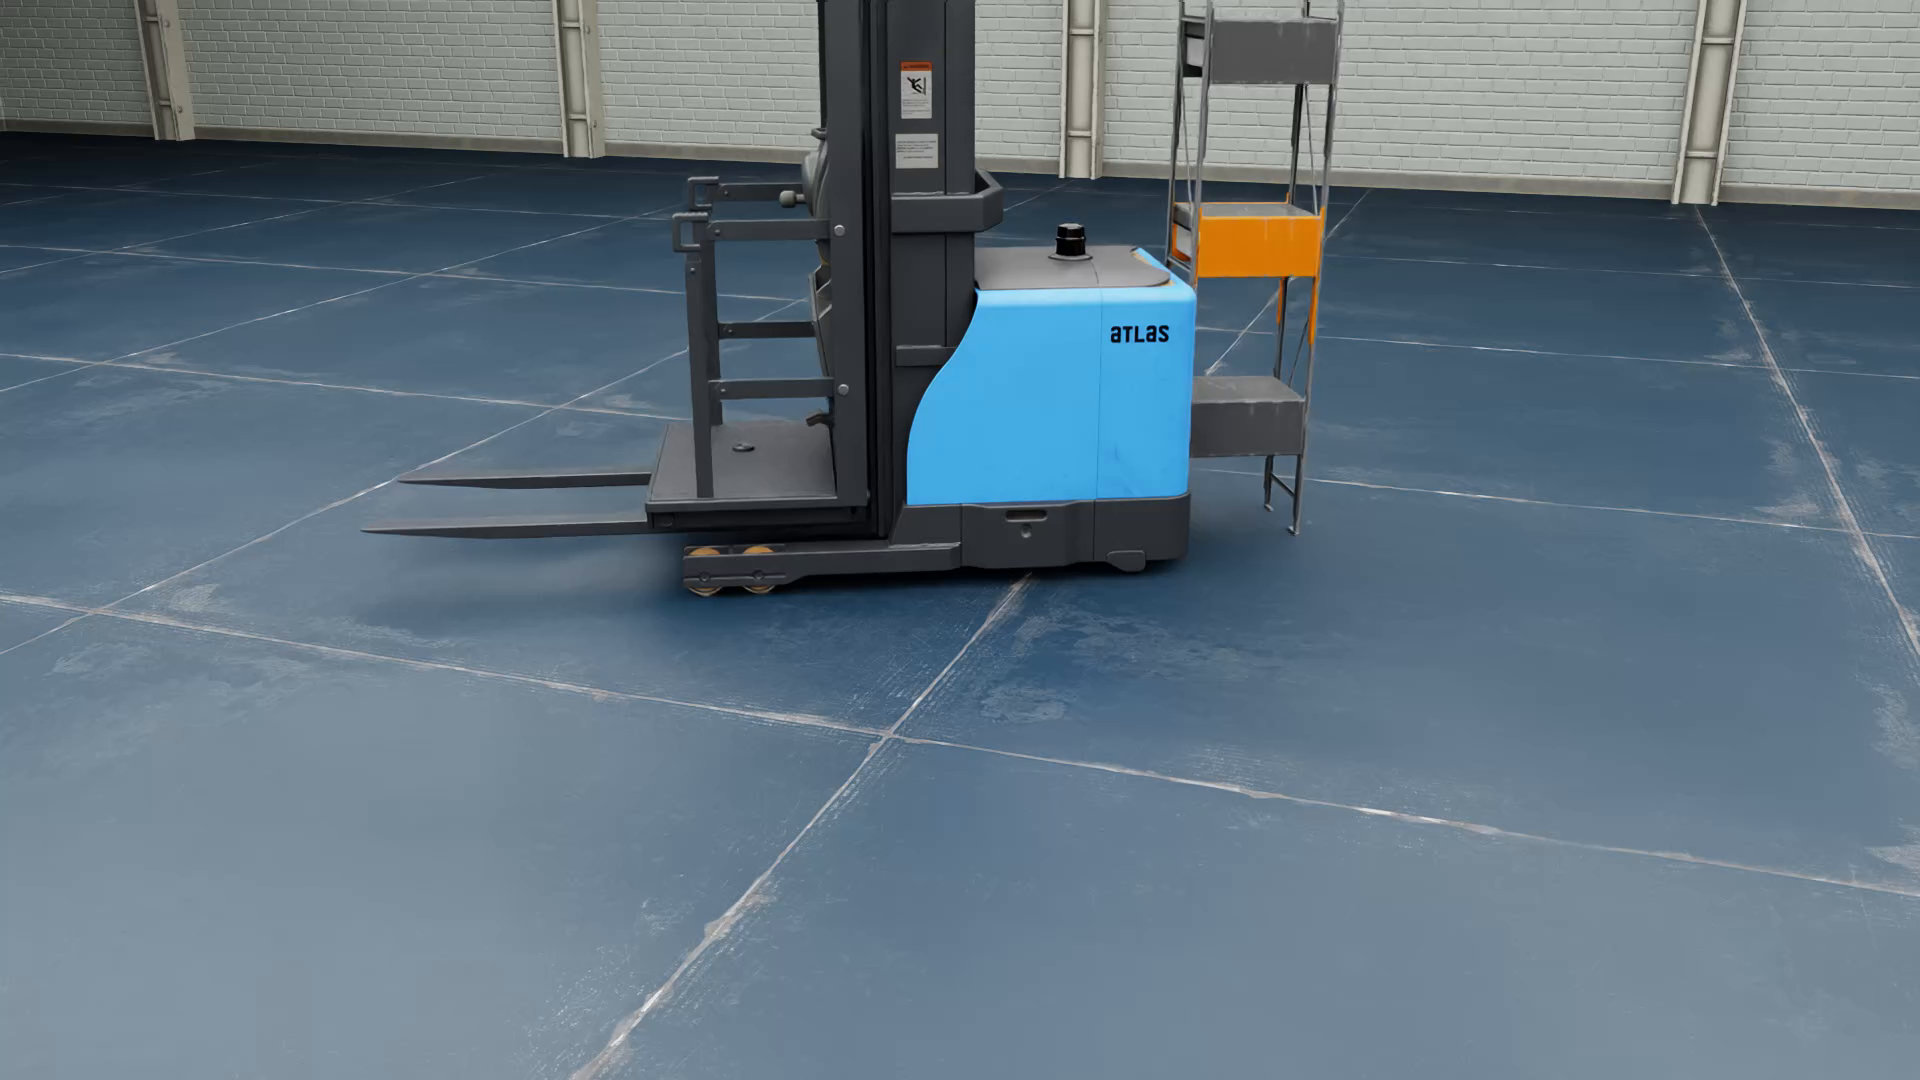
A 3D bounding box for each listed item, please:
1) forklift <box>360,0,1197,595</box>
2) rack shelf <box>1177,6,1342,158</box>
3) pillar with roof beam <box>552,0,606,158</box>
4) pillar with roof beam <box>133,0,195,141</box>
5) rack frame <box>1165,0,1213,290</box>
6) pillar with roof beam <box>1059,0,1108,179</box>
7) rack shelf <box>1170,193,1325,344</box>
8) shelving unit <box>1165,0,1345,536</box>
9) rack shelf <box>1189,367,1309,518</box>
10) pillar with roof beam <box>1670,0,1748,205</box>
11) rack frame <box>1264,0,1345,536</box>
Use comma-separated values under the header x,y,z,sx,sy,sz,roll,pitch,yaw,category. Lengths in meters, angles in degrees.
x,y,z,sx,sy,sz,roll,pitch,yaw,category
-0.693,-1.368,6.047,3.031,2.935,1.130,-2,19,-5,forklift
1.099,-1.714,6.204,0.480,0.518,0.431,-2,19,-8,rack shelf
-5.800,-7.405,14.147,0.400,9.000,9.100,7,20,18,pillar with roof beam
-11.468,-8.053,16.006,0.400,9.000,9.100,7,20,18,pillar with roof beam
0.847,-1.057,6.395,0.015,2.100,0.400,-2,19,-8,rack frame
-0.132,-6.756,12.288,0.400,9.000,9.100,7,20,18,pillar with roof beam
1.088,-1.052,6.433,0.480,0.518,0.431,-2,19,-8,rack shelf
1.088,-1.065,6.428,0.503,2.100,0.431,-2,19,-8,shelving unit
1.077,-0.390,6.661,0.480,0.518,0.431,-2,19,-8,rack shelf
5.535,-6.108,10.428,0.400,9.000,9.100,7,20,18,pillar with roof beam
1.330,-1.073,6.462,0.015,2.100,0.400,-2,19,-8,rack frame
